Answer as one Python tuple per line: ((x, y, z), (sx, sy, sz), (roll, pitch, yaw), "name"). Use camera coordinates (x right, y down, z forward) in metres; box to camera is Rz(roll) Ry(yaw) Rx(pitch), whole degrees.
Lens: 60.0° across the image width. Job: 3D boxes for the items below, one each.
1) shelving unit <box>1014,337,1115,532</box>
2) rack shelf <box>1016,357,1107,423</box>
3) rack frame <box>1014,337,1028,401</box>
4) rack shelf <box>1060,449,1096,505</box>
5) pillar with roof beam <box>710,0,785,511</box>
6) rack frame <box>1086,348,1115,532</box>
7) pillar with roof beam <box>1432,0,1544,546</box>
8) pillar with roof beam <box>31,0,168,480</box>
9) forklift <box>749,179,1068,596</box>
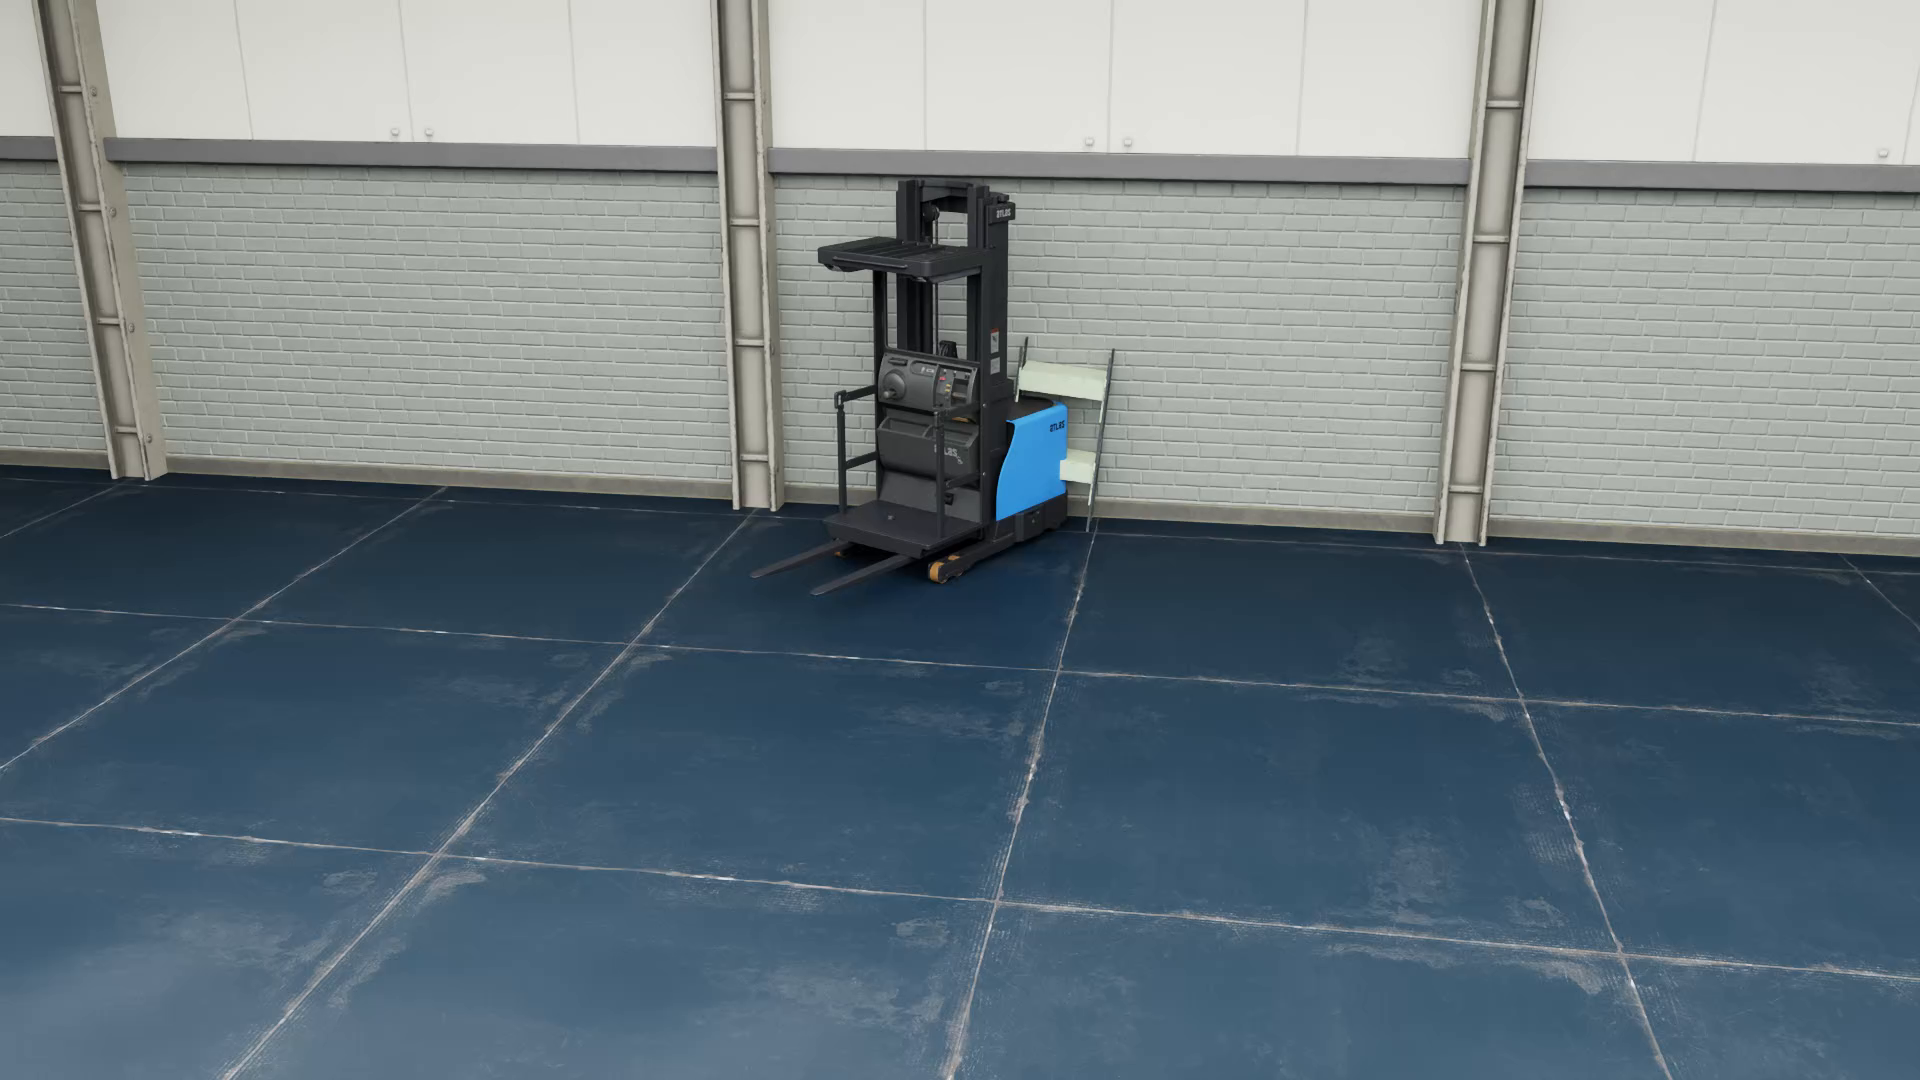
((0.818, -0.888, 13.989), (0.755, 1.500, 0.431), (8, 20, 7), "shelving unit")
((0.857, -1.254, 13.859), (0.720, 0.370, 0.431), (8, 20, 7), "rack shelf")
((0.458, -0.942, 14.032), (0.023, 1.500, 0.400), (8, 20, 7), "rack frame")
((0.785, -0.582, 14.097), (0.720, 0.370, 0.431), (8, 20, 7), "rack shelf")
((-2.460, -3.229, 9.270), (0.400, 9.000, 9.100), (3, 19, 9), "pillar with roof beam")
((1.177, -0.834, 13.946), (0.023, 1.500, 0.400), (8, 20, 7), "rack frame")
((3.464, -2.927, 8.368), (0.400, 9.000, 9.100), (3, 19, 9), "pillar with roof beam")
((-8.384, -3.530, 10.173), (0.400, 9.000, 9.100), (3, 19, 9), "pillar with roof beam")
((-0.381, -1.231, 12.863), (1.130, 2.935, 3.031), (14, 23, 35), "forklift")
